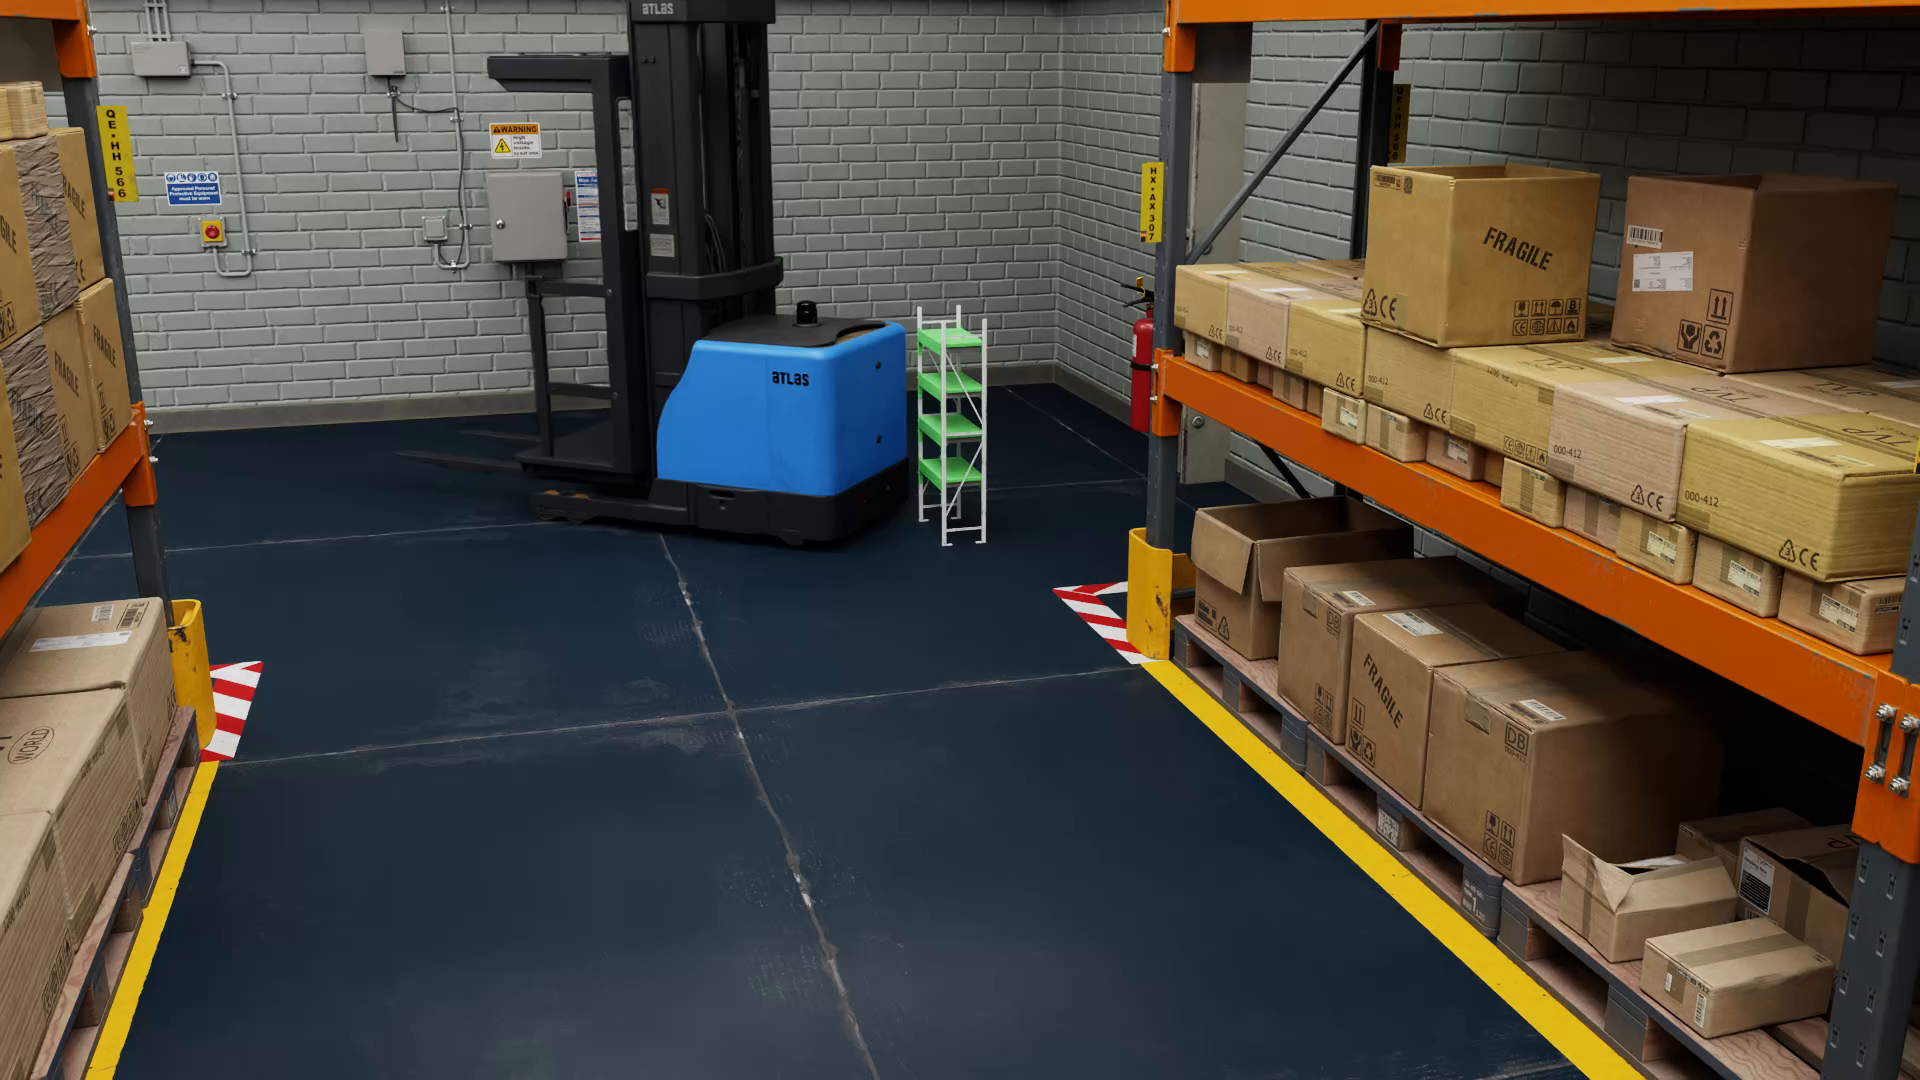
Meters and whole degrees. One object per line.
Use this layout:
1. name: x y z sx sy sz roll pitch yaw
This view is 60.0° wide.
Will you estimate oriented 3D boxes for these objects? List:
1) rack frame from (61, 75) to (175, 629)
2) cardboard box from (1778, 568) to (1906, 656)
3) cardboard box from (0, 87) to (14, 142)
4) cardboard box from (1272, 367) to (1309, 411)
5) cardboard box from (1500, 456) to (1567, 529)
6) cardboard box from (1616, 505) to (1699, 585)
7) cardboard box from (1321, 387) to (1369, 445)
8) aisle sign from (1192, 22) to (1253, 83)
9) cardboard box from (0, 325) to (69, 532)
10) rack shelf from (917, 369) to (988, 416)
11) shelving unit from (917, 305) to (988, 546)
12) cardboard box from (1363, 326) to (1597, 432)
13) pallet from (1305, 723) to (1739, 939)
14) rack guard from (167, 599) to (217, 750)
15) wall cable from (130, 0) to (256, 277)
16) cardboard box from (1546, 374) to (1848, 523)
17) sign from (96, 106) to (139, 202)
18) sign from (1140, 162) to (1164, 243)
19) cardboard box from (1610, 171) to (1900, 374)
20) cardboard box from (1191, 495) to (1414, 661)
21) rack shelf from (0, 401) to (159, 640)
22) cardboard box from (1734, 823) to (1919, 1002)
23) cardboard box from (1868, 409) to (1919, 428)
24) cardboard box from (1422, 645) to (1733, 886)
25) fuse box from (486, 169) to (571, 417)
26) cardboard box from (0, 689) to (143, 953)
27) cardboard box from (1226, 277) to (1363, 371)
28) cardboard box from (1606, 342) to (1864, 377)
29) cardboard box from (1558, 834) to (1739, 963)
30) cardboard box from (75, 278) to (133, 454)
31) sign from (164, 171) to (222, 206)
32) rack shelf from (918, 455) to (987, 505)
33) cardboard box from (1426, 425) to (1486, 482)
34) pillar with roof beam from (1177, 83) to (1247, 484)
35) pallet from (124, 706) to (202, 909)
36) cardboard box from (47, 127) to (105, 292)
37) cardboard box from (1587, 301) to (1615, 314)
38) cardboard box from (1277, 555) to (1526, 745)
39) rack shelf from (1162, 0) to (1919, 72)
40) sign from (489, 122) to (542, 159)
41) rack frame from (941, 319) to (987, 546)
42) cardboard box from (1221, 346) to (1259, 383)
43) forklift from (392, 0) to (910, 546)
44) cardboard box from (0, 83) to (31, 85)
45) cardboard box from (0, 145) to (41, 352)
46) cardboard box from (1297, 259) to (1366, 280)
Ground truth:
1. rack frame: -3.452 -0.632 5.841 1.000 3.000 0.127 -5 17 -15
2. cardboard box: 2.088 0.133 3.730 0.380 0.149 0.250 -4 17 -14
3. cardboard box: -2.886 -1.180 4.626 0.380 0.149 0.250 -4 17 -14
4. cardboard box: 1.377 -0.581 6.108 0.380 0.149 0.250 -4 17 -14
5. cardboard box: 1.758 -0.150 4.674 0.380 0.149 0.250 -5 17 -16
6. cardboard box: 1.901 -0.007 4.197 0.380 0.149 0.250 -4 17 -14
7. cardboard box: 1.452 -0.432 5.612 0.380 0.149 0.250 -5 17 -17
8. aisle sign: 1.018 -2.266 6.762 0.394 0.787 0.004 -5 17 -15
9. cardboard box: -2.791 -0.285 4.515 0.500 0.500 0.500 -4 17 -14
10. rack shelf: -0.046 -0.789 8.881 0.258 0.148 0.480 -5 17 -15
11. shelving unit: -0.046 -0.620 8.932 0.258 1.200 0.503 -5 17 -15
12. cardboard box: 1.627 -0.530 5.245 0.500 0.250 0.500 -5 17 -17
13. pallet: 1.892 0.889 5.627 1.003 0.211 1.213 -5 17 -15
14. rack guard: -3.459 0.559 6.222 1.175 0.500 0.348 -5 17 -15
15. wall cable: -5.024 -2.691 10.876 0.585 1.953 0.123 -5 17 -15
16. cardboard box: 1.892 -0.248 4.308 0.500 0.250 0.500 -5 17 -15
17. sign: -2.926 -1.339 5.770 0.100 0.325 0.005 -5 17 -15
18. sign: 0.798 -1.397 6.883 0.100 0.325 0.005 -5 17 -15
19. cardboard box: 2.265 -0.781 4.779 0.500 0.500 0.500 -5 17 -17
20. cardboard box: 1.397 0.146 6.861 0.797 0.503 0.637 -5 18 -17
21. rack shelf: -2.902 0.266 4.102 1.077 0.370 4.000 -5 17 -15
22. cardboard box: 2.465 0.967 4.464 0.500 0.311 0.500 -4 17 -13
23. cardboard box: 2.542 -0.148 3.973 0.500 0.250 0.500 -5 17 -16
24. cardboard box: 1.879 0.674 5.108 0.700 0.500 0.500 -5 18 -17
25. fuse box: -2.964 -1.698 11.631 0.539 1.711 0.414 -5 17 -15
26. cardboard box: -2.915 0.821 4.727 0.875 0.438 0.875 -4 17 -14
27. cardboard box: 1.324 -0.809 6.176 0.500 0.250 0.500 -5 17 -15
28. cardboard box: 2.258 -0.429 4.909 0.500 0.250 0.500 -4 17 -14
29. cardboard box: 1.885 0.960 4.565 0.396 0.266 0.258 -4 17 -13
30. cardboard box: -3.065 -0.567 5.452 0.500 0.500 0.500 -5 17 -15
31. sign: -5.087 -2.332 11.032 0.327 0.218 0.001 -5 17 -15
32. rack shelf: -0.046 -0.329 9.019 0.258 0.148 0.480 -5 17 -15
33. cardboard box: 1.681 -0.295 5.156 0.380 0.149 0.250 -5 17 -15
34. pillar with roof beam: -2.694 -4.375 7.875 9.100 9.000 0.400 -5 17 -15
35. pallet: -3.157 0.919 5.526 1.003 0.211 1.213 -5 17 -15
36. cardboard box: -3.091 -1.044 5.301 0.500 0.500 0.500 -4 17 -13
37. cardboard box: 1.973 -0.709 5.843 0.500 0.250 0.500 -4 17 -14
38. cardboard box: 1.594 0.387 6.064 0.700 0.500 0.500 -4 17 -13
39. rack shelf: 1.869 -1.564 4.981 1.077 0.370 4.000 -5 17 -15
40. sign: -3.074 -2.764 11.503 0.339 0.242 0.001 -5 17 -15
41. rack frame: 0.022 -0.553 8.707 0.240 1.200 0.015 -5 17 -15
42. cardboard box: 1.261 -0.725 6.590 0.380 0.149 0.250 -4 17 -14
43. forklift: -1.854 -1.625 9.269 3.031 2.935 1.130 7 18 22
44. cardboard box: -3.068 -1.317 5.084 0.380 0.149 0.250 -4 17 -14
45. cardboard box: -2.786 -0.765 4.371 0.500 0.500 0.500 -5 17 -16
46. cardboard box: 1.701 -0.989 6.776 0.500 0.250 0.500 -4 17 -14
